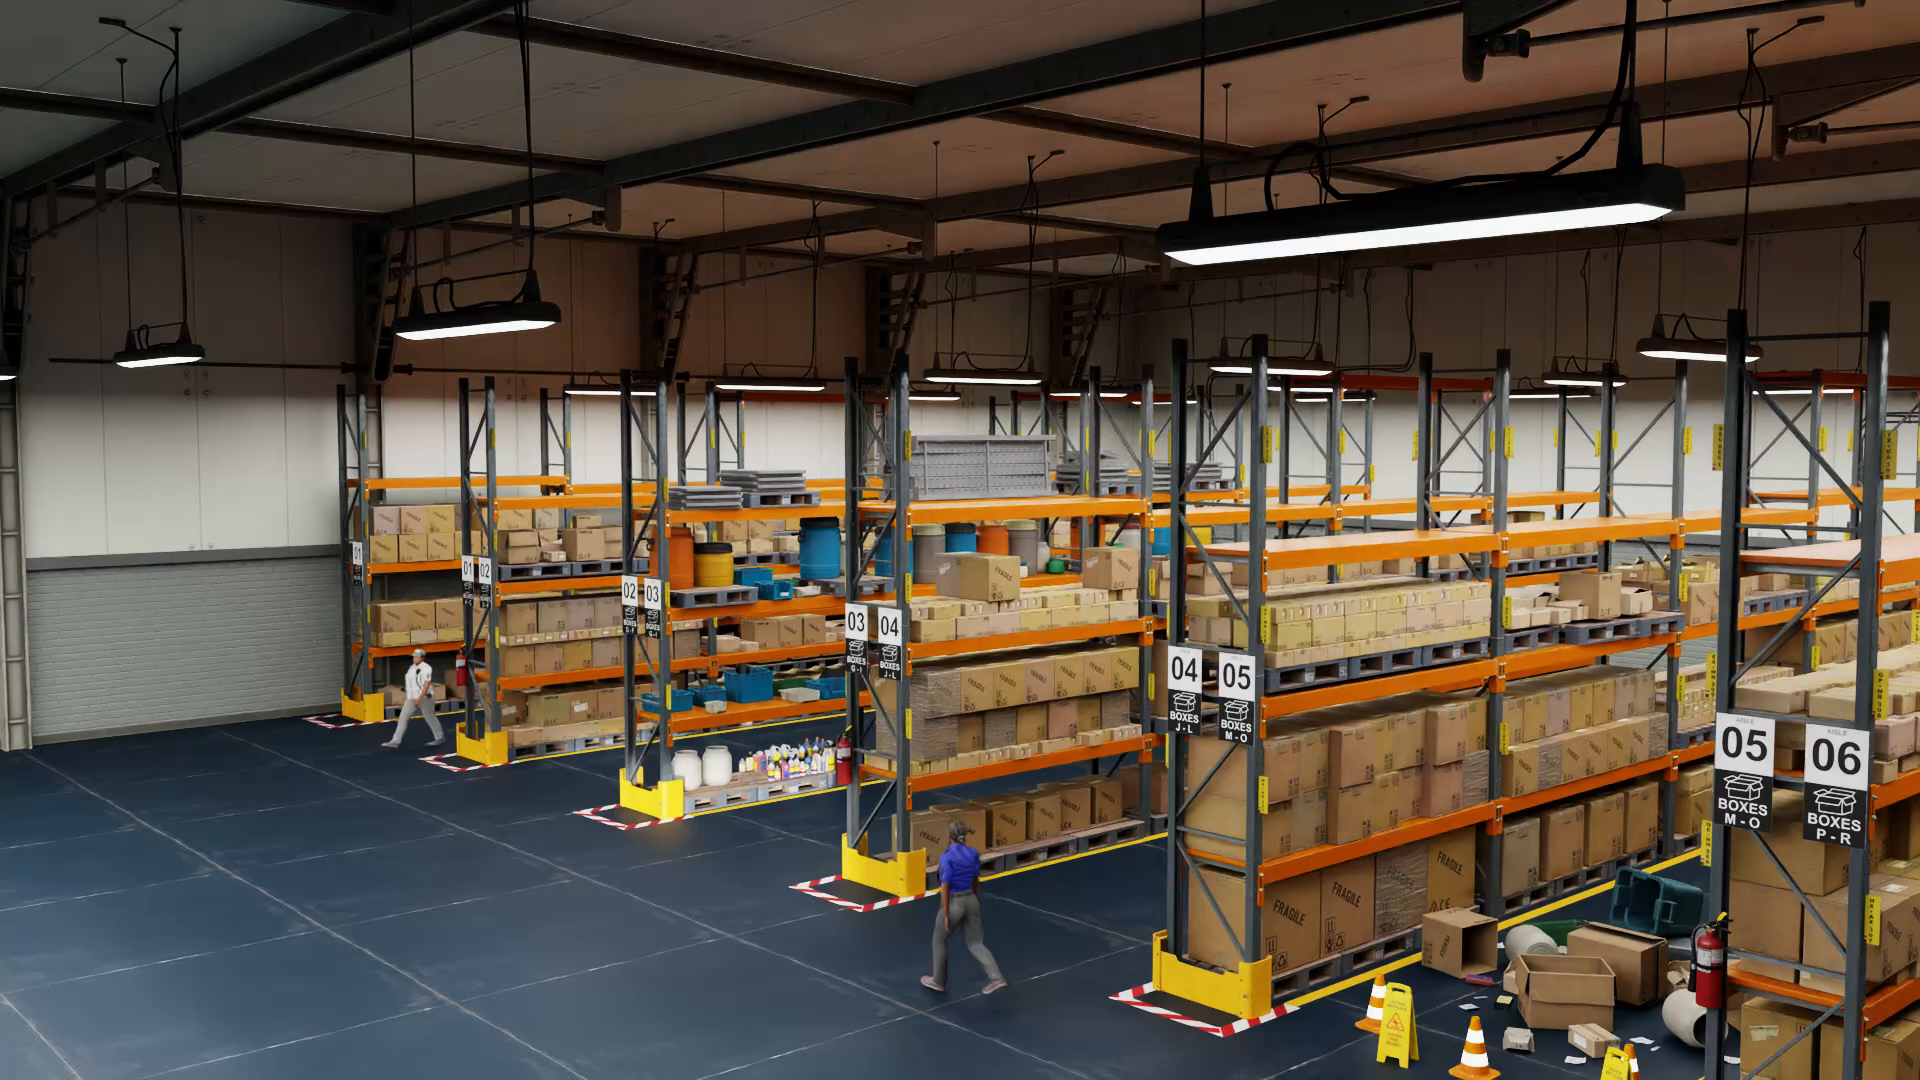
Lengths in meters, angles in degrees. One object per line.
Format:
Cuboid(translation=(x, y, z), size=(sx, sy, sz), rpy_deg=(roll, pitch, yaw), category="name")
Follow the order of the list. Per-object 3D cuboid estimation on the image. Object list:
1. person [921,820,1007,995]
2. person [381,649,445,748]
Cuboid(translation=(0.014, 3.352, 15.126), size=(0.448, 1.610, 0.965), rpy_deg=(-3, 5, -41), category="person")
Cuboid(translation=(-8.854, 2.572, 26.976), size=(0.563, 1.609, 1.002), rpy_deg=(2, 4, 24), category="person")
